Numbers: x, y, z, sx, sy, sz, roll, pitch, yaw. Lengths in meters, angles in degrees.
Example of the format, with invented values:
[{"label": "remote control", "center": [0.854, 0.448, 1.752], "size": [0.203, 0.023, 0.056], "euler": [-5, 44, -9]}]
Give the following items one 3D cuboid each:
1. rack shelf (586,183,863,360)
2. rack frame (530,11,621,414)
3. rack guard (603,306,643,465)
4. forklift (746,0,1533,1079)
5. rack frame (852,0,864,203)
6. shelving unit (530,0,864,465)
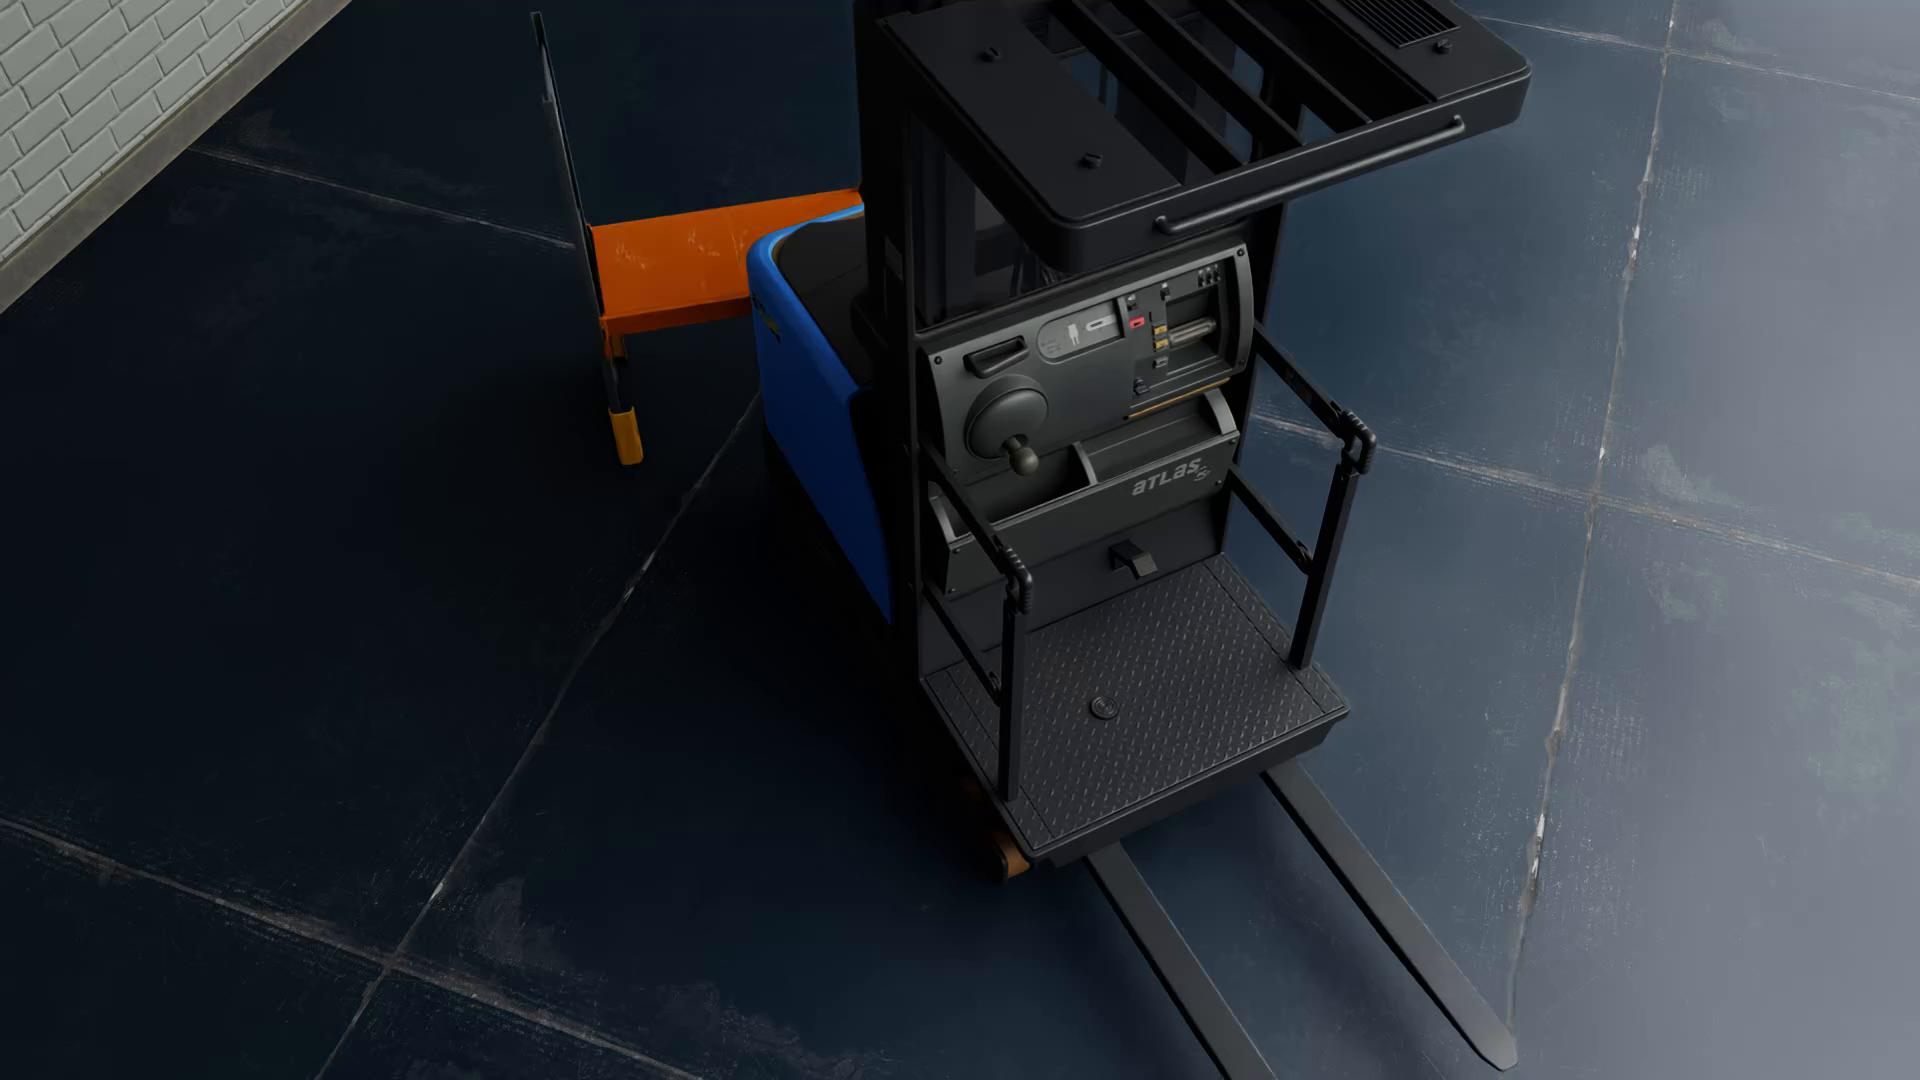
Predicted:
[{"label": "rack shelf", "center": [-0.774, -0.950, 5.819], "size": [1.000, 0.185, 0.538], "euler": [-10, 50, -9]}, {"label": "rack frame", "center": [-1.268, -0.977, 5.604], "size": [0.032, 1.500, 0.500], "euler": [-10, 50, -9]}, {"label": "rack guard", "center": [-1.249, -0.571, 6.080], "size": [0.087, 0.250, 0.587], "euler": [-10, 50, -9]}, {"label": "forklift", "center": [0.449, -0.365, 4.127], "size": [1.130, 2.935, 3.031], "euler": [-22, 52, -18]}, {"label": "rack frame", "center": [-0.280, -1.158, 5.761], "size": [0.032, 1.500, 0.500], "euler": [-10, 50, -9]}, {"label": "shelving unit", "center": [-0.765, -1.069, 5.684], "size": [1.083, 1.500, 0.587], "euler": [-10, 50, -9]}]
